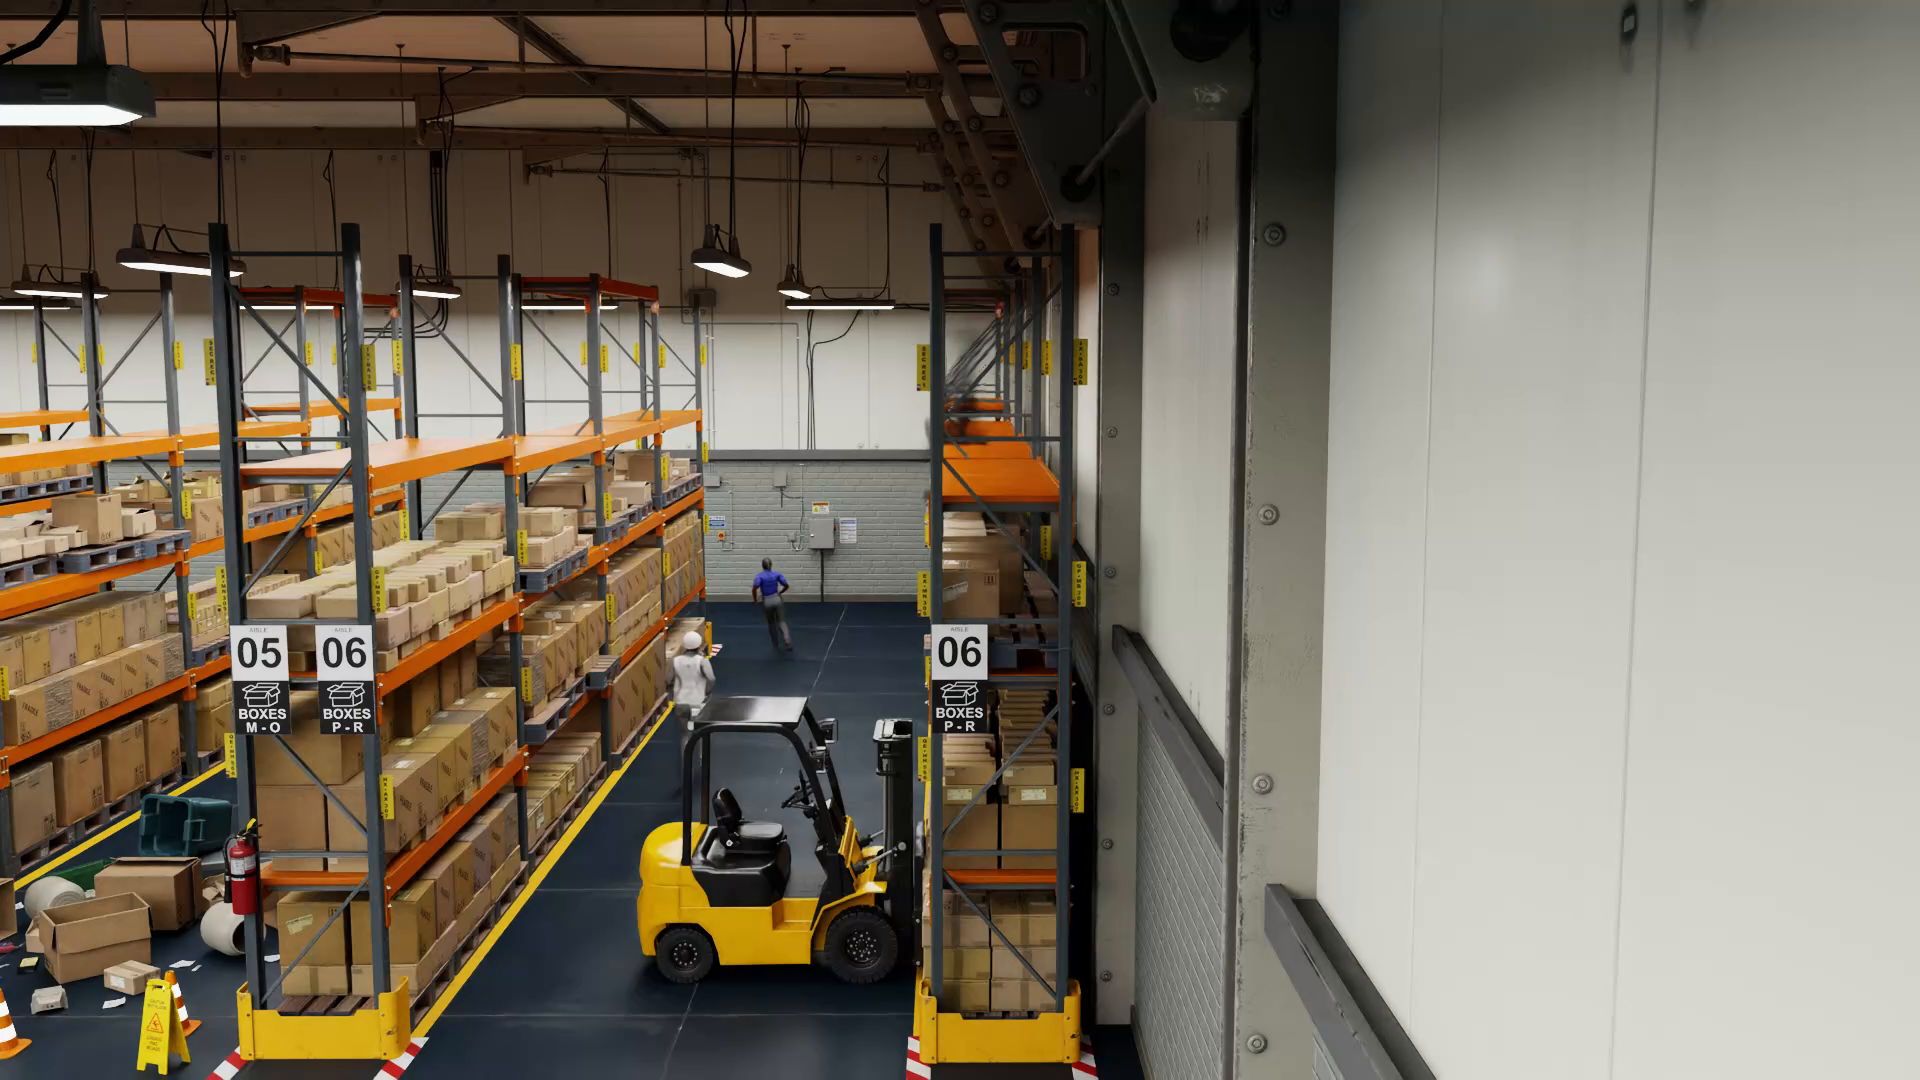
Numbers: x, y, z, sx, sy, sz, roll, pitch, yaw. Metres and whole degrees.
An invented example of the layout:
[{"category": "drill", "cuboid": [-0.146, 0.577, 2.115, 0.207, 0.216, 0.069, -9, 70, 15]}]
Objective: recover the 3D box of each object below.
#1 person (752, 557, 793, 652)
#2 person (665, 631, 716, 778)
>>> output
[{"category": "person", "cuboid": [-3.187, 1.089, 27.991, 0.660, 1.626, 0.875, -2, 7, -13]}, {"category": "person", "cuboid": [-3.201, 1.982, 19.889, 0.651, 1.807, 0.740, 0, 7, 1]}]
